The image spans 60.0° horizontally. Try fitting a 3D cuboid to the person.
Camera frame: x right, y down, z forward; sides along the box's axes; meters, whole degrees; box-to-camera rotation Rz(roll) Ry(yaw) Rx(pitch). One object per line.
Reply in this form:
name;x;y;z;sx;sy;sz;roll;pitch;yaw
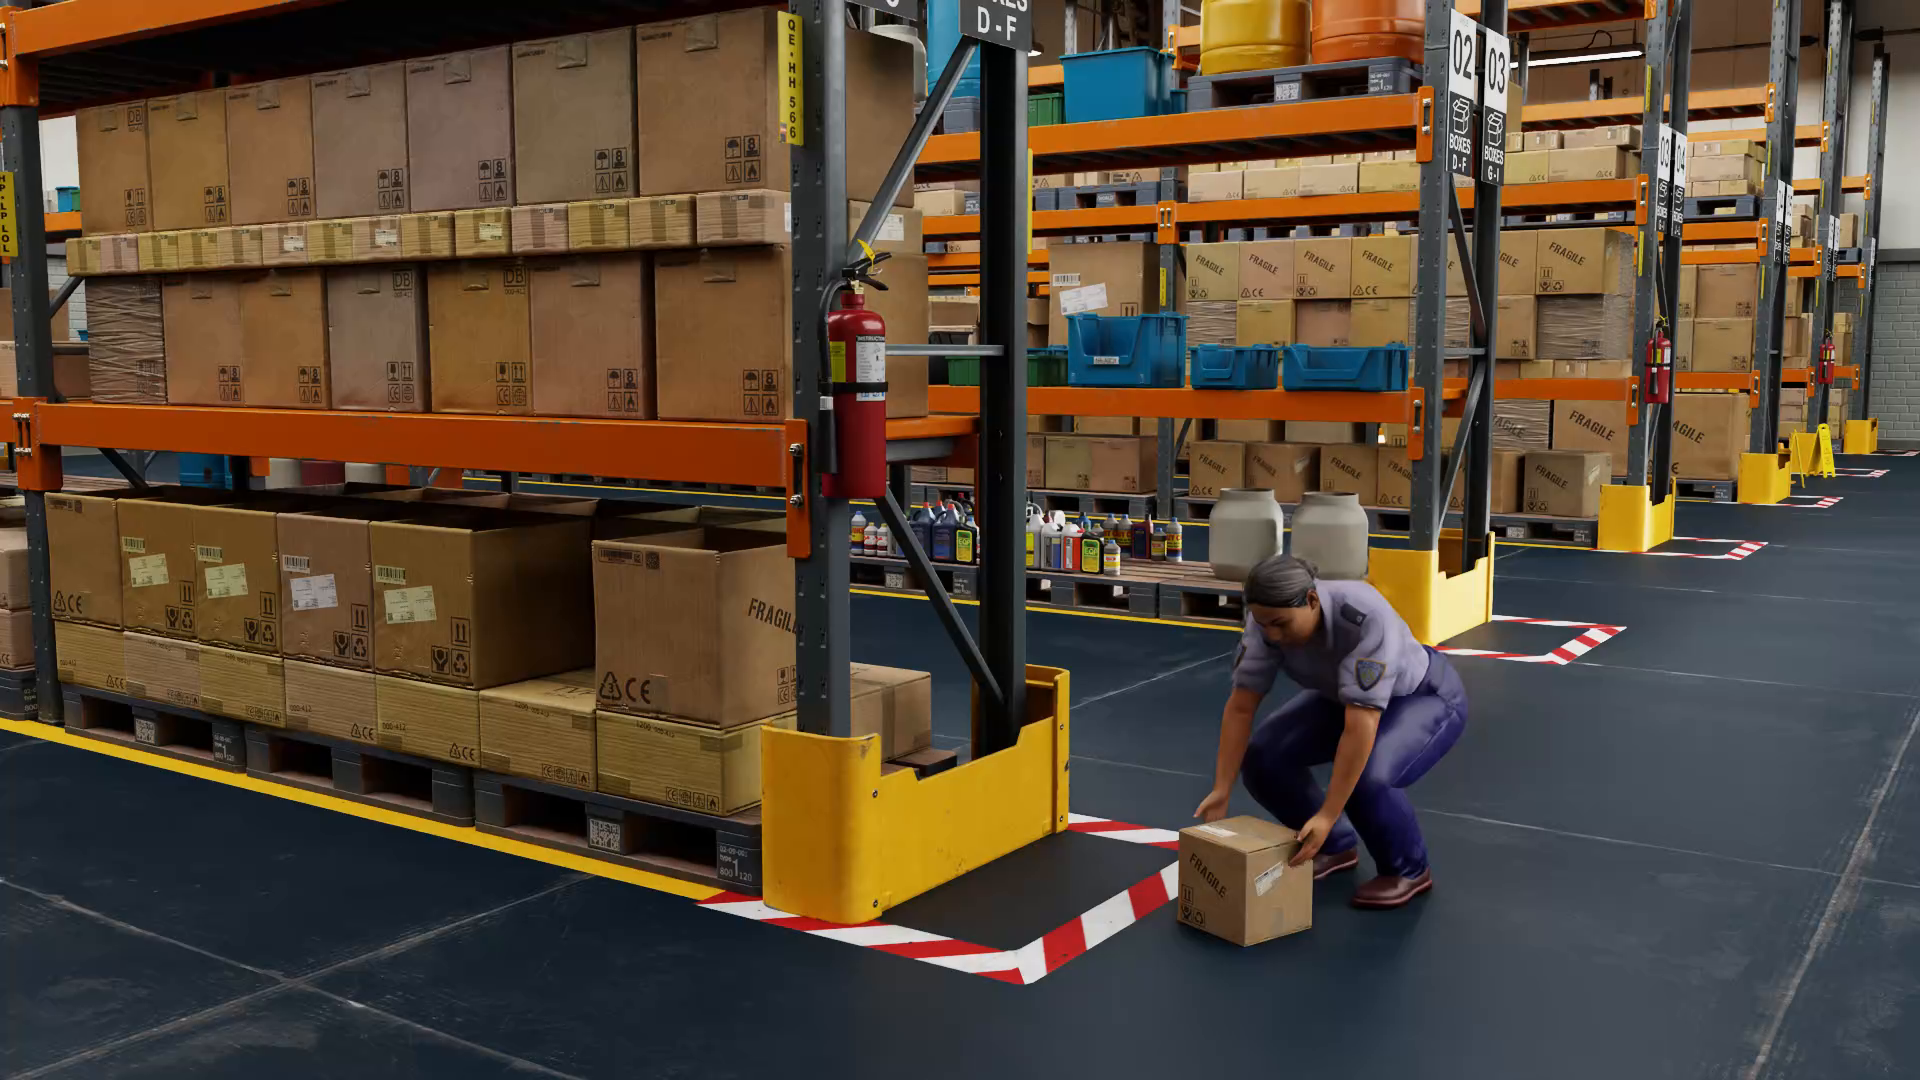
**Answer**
person;1.055;0.510;4.591;0.809;0.973;0.533;-5;8;-36
